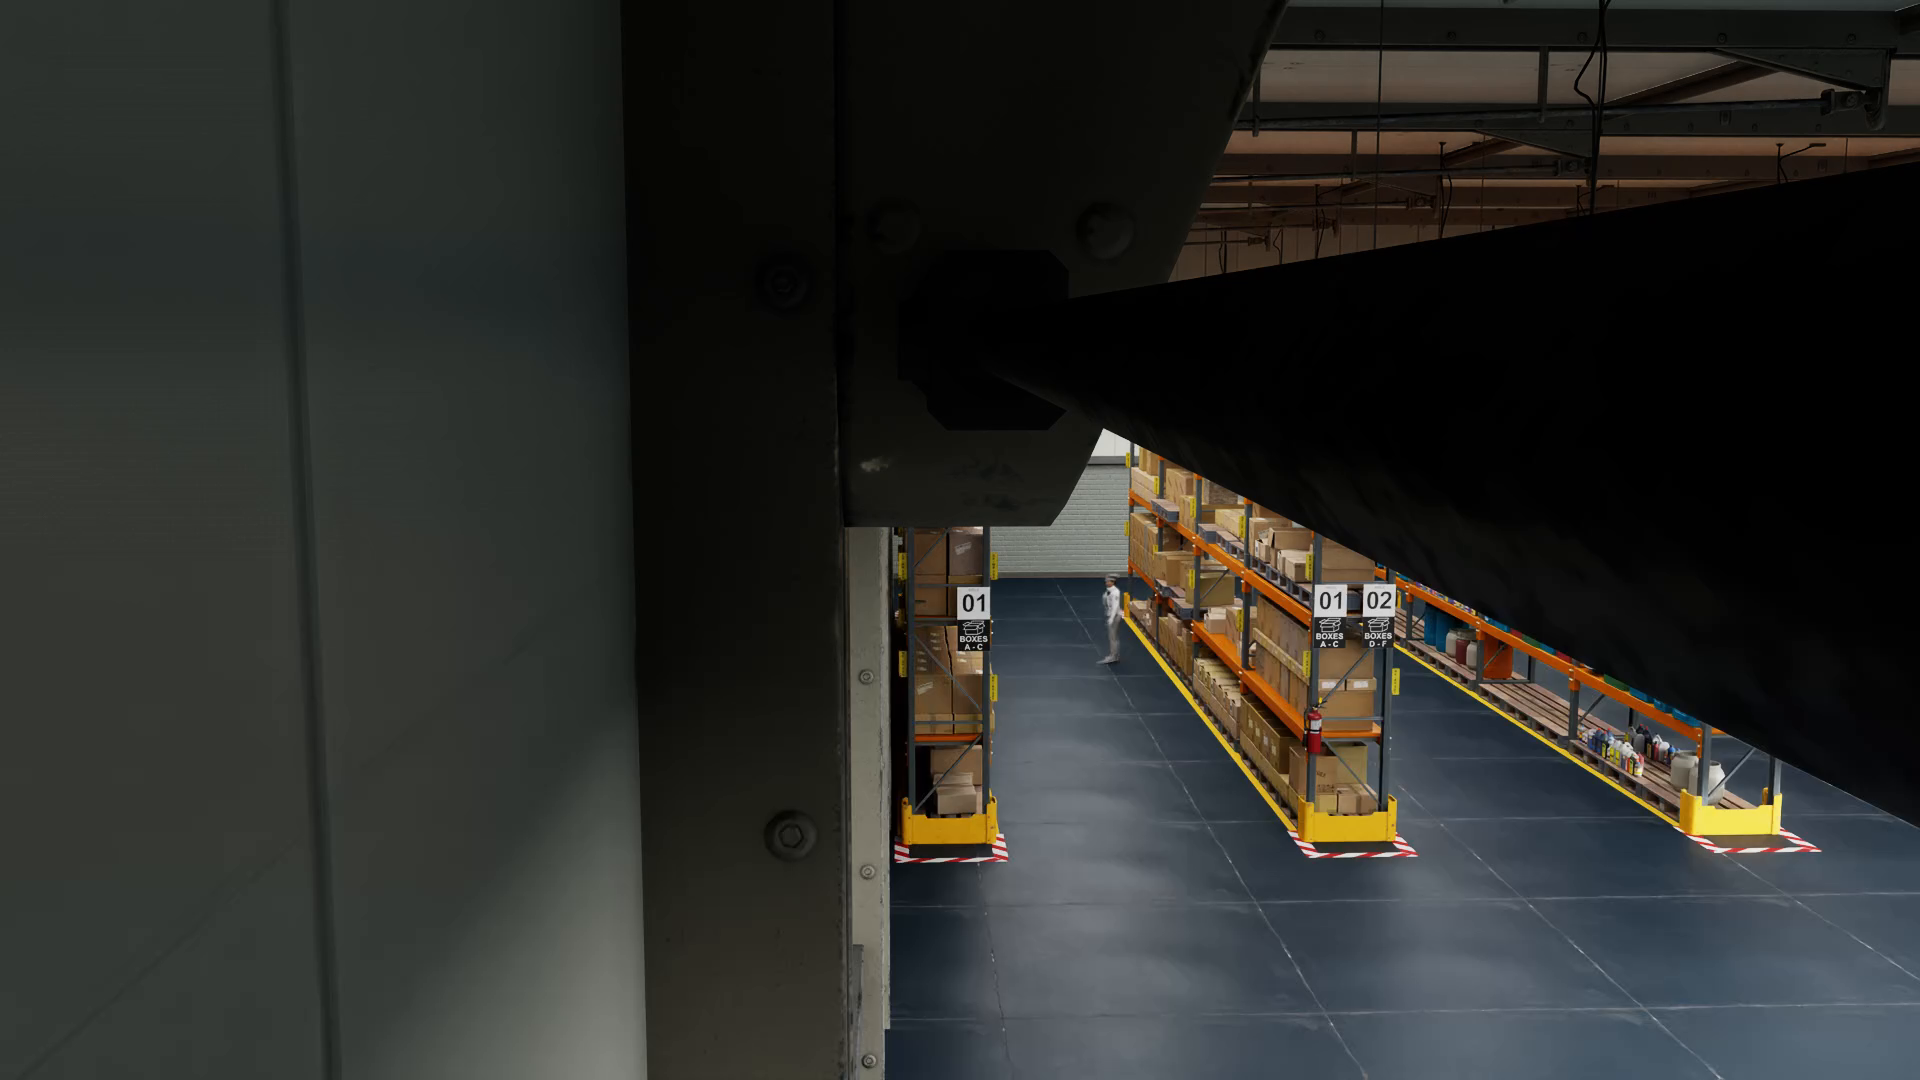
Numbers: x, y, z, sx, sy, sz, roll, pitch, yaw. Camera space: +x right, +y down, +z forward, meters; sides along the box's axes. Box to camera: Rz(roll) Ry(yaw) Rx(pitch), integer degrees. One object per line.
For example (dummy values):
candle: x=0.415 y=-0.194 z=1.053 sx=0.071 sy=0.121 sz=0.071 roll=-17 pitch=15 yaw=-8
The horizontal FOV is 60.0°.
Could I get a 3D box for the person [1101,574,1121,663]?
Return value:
person: x=2.837 y=1.466 z=31.449 sx=0.386 sy=1.683 sz=0.503 roll=-2 pitch=8 yaw=-14
